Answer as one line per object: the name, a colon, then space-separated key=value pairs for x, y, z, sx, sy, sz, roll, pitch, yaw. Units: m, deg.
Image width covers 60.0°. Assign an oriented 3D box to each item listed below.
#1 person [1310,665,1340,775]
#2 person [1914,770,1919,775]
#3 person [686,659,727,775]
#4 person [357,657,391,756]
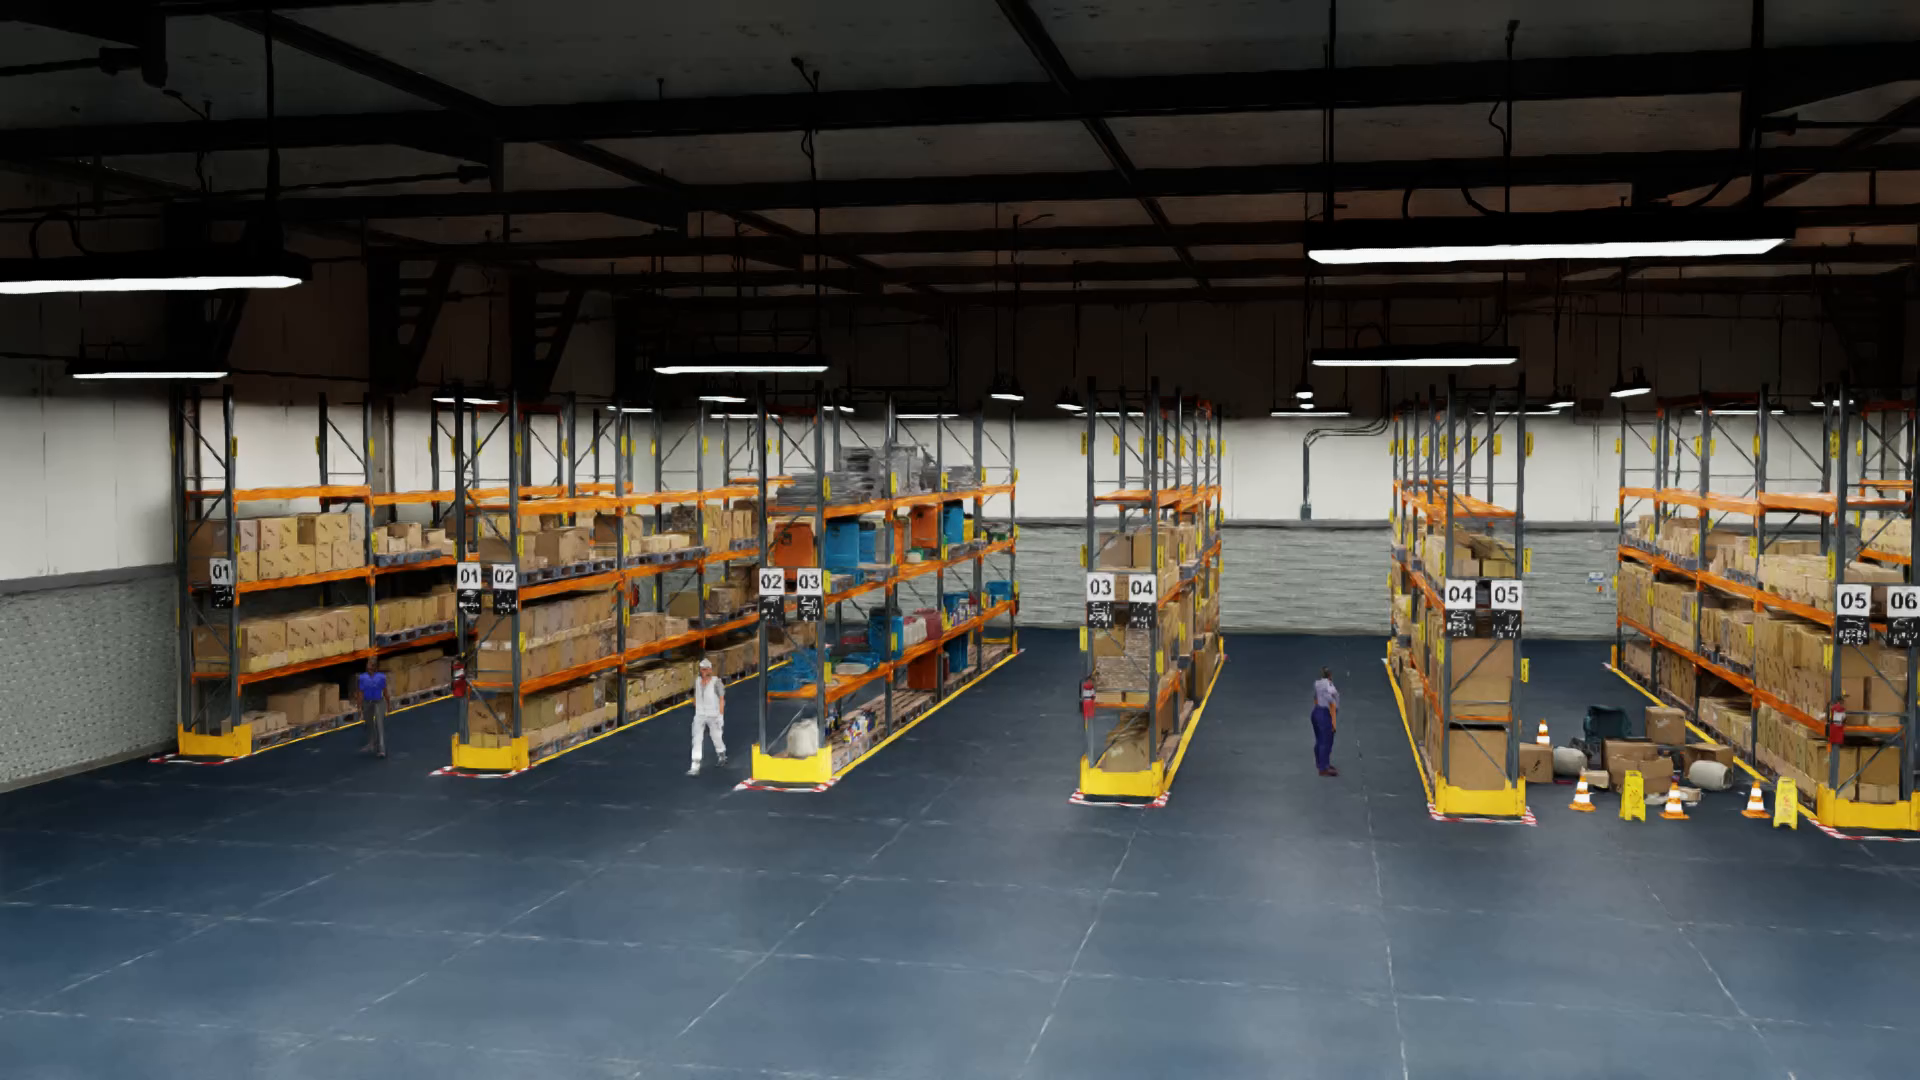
person: x=5.624 y=2.742 z=25.480 sx=0.428 sy=1.653 sz=0.530 roll=-1 pitch=3 yaw=-19
person: x=14.563 y=2.708 z=24.941 sx=0.580 sy=1.763 sz=0.673 roll=3 pitch=4 yaw=43
person: x=-3.864 y=2.694 z=25.504 sx=0.565 sy=1.759 sz=0.974 roll=1 pitch=3 yaw=13
person: x=-9.546 y=2.688 z=27.053 sx=0.494 sy=1.605 sz=0.937 roll=-1 pitch=3 yaw=-11
